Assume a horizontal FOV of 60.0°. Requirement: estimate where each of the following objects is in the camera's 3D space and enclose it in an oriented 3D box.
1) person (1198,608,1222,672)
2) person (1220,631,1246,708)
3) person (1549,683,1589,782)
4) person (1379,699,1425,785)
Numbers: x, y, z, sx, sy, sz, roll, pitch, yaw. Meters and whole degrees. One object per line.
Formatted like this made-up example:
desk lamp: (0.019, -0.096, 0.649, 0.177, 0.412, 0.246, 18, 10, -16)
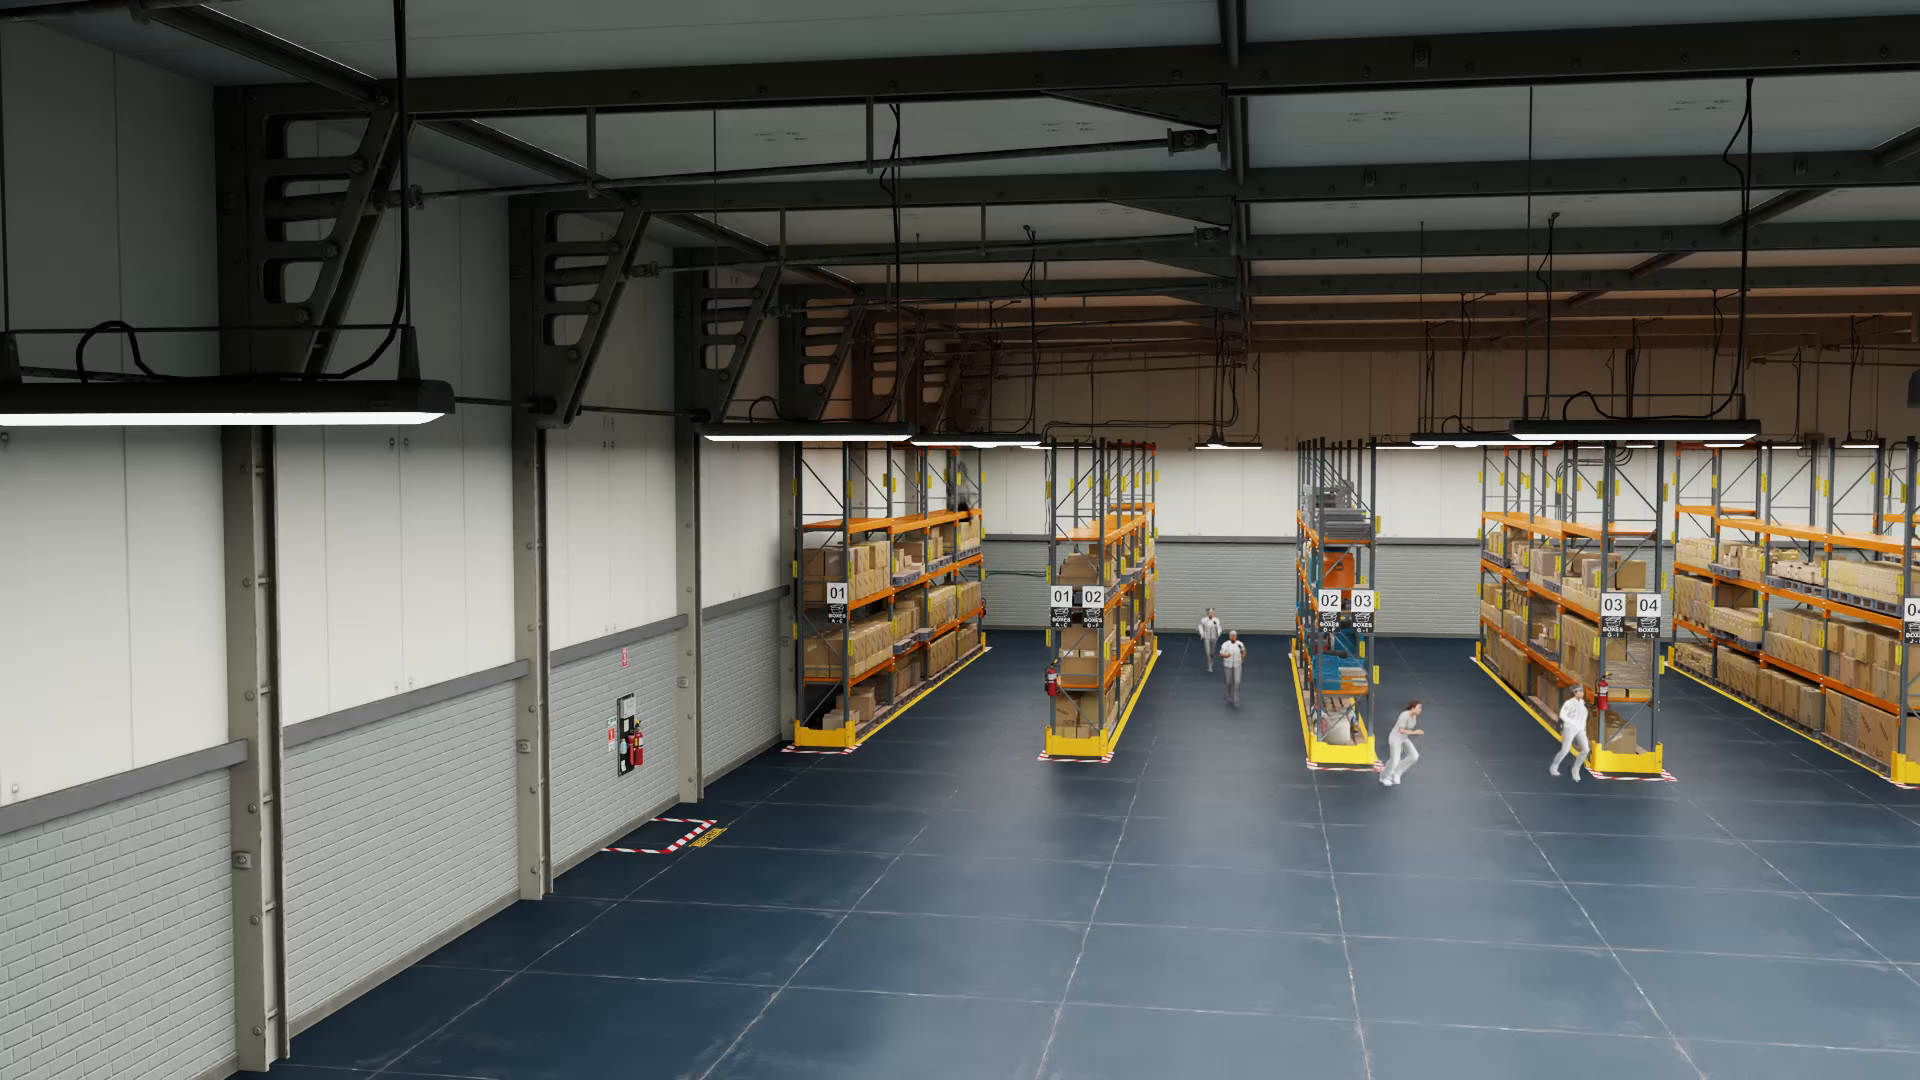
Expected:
person: (6.551, 2.596, 43.613, 0.597, 1.663, 0.853, 0, 3, 1)
person: (6.160, 2.886, 37.557, 0.598, 1.690, 0.875, 0, 3, 7)
person: (10.776, 3.357, 29.161, 0.673, 1.699, 0.657, -1, 3, -23)
person: (7.585, 3.448, 28.438, 0.589, 1.521, 0.891, -3, 4, -43)
